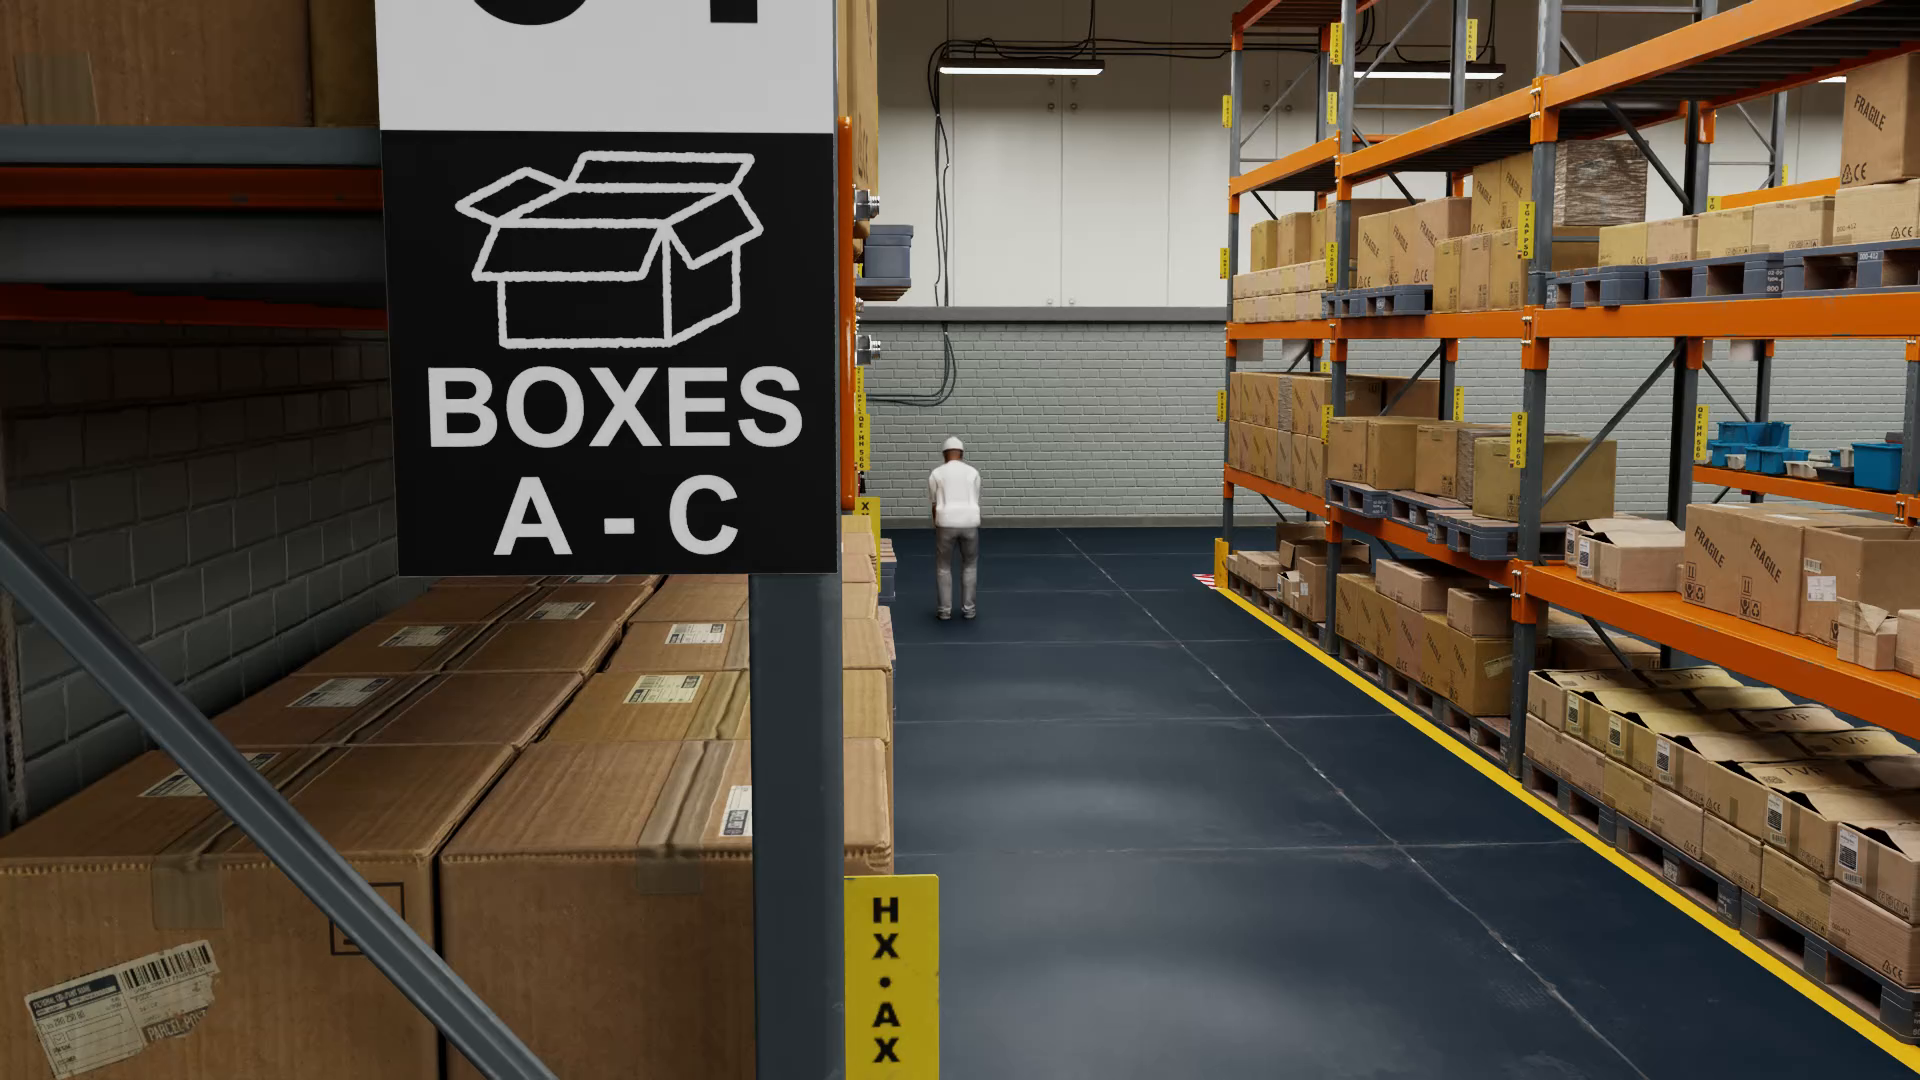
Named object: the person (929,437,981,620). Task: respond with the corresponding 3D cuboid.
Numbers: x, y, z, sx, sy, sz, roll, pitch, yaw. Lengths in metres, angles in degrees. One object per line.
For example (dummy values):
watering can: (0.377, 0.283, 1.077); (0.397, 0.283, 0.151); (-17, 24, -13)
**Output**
person: (-0.050, -0.121, 15.852); (0.488, 1.719, 0.611); (-1, 7, -6)
